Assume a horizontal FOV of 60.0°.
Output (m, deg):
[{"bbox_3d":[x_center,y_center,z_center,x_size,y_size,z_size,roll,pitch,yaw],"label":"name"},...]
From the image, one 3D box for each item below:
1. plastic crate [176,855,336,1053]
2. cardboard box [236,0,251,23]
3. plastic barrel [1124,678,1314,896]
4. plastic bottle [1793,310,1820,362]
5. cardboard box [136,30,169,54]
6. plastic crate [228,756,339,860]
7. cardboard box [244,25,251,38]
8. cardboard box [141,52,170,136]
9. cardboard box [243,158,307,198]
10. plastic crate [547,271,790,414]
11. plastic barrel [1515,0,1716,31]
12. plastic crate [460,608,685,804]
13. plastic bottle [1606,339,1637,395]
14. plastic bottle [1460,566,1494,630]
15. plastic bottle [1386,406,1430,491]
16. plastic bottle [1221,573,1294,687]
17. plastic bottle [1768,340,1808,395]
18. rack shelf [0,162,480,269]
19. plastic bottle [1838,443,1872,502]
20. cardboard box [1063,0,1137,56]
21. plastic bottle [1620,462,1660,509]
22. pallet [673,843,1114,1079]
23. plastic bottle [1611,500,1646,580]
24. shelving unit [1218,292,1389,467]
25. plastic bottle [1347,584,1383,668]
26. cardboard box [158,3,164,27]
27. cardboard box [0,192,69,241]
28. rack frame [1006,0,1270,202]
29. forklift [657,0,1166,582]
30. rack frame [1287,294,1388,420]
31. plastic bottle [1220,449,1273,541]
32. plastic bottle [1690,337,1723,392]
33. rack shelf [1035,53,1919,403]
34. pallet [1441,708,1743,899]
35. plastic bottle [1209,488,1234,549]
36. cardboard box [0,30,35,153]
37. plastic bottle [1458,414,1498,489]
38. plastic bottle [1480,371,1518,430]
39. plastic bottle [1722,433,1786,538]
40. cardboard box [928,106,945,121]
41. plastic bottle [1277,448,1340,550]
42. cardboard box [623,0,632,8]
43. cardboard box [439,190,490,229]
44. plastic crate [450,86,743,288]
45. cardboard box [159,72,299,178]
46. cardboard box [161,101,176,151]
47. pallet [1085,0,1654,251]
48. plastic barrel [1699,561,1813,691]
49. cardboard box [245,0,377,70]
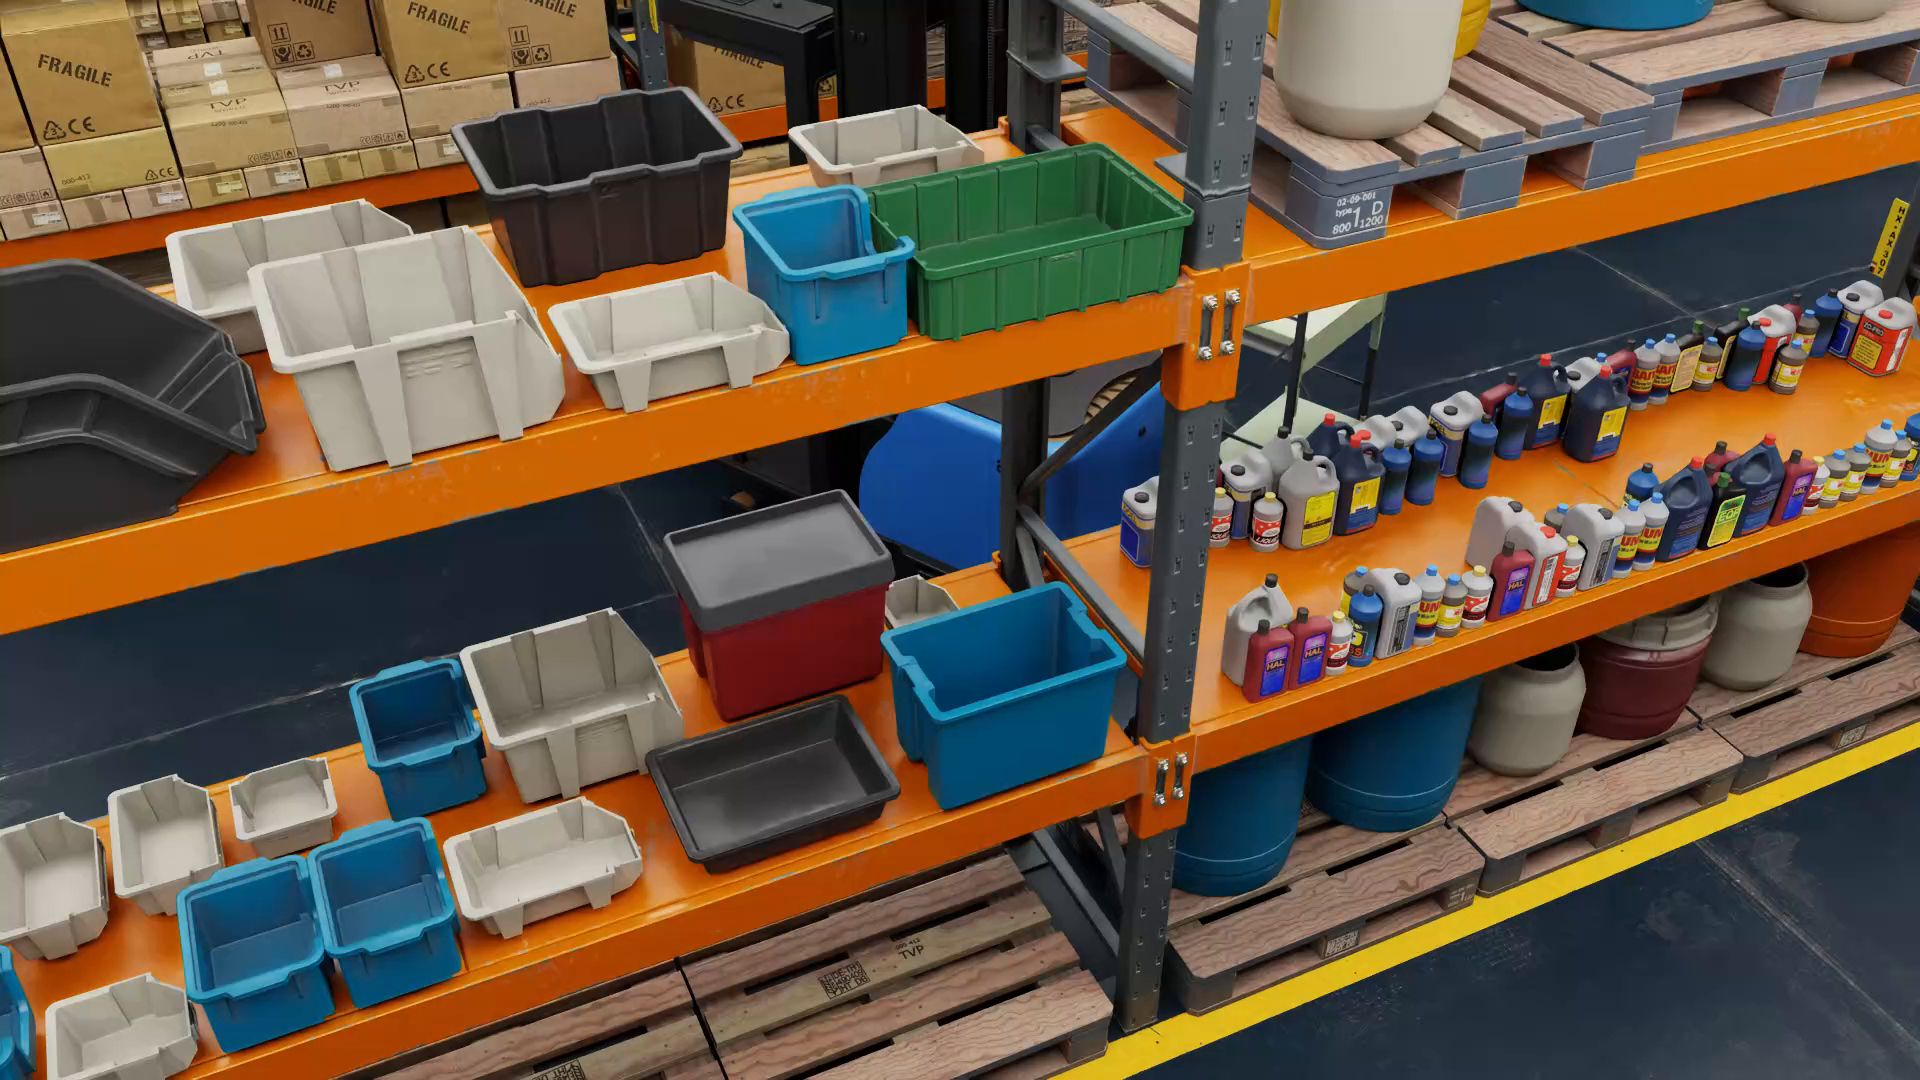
[{"bbox_3d":[-1.673,0.996,3.980,0.300,0.233,0.416,-16,39,-20],"label":"plastic crate"},{"bbox_3d":[-5.088,-3.876,11.999,0.250,0.149,0.380,-17,40,-22],"label":"cardboard box"},{"bbox_3d":[0.893,0.704,5.692,0.708,0.901,0.600,-16,39,-20],"label":"plastic barrel"},{"bbox_3d":[3.280,-0.800,6.478,0.097,0.201,0.097,0,37,0],"label":"plastic bottle"},{"bbox_3d":[-5.831,-3.611,11.892,0.250,0.149,0.380,-18,40,-22],"label":"cardboard box"},{"bbox_3d":[-1.796,0.714,4.440,0.250,0.136,0.298,-16,39,-20],"label":"plastic crate"},{"bbox_3d":[-5.139,-3.662,12.210,0.250,0.149,0.380,-15,39,-19],"label":"cardboard box"},{"bbox_3d":[-4.086,-2.082,7.916,0.500,0.250,0.500,-17,40,-21],"label":"cardboard box"},{"bbox_3d":[-3.242,-1.769,7.828,0.250,0.149,0.380,-15,39,-19],"label":"cardboard box"},{"bbox_3d":[-0.597,-0.414,3.493,0.466,0.136,0.293,-16,39,-20],"label":"plastic crate"},{"bbox_3d":[1.873,-1.931,4.544,0.708,0.901,0.600,-16,39,-20],"label":"plastic barrel"},{"bbox_3d":[-1.068,0.469,4.649,0.530,0.282,0.437,-16,39,-20],"label":"plastic crate"},{"bbox_3d":[2.420,-0.604,6.145,0.133,0.283,0.061,-16,39,-20],"label":"plastic bottle"},{"bbox_3d":[1.598,0.170,5.170,0.097,0.201,0.097,0,37,0],"label":"plastic bottle"},{"bbox_3d":[1.522,-0.320,5.768,0.135,0.276,0.152,-16,39,-20],"label":"plastic bottle"},{"bbox_3d":[0.886,0.253,4.932,0.185,0.351,0.144,-16,39,-20],"label":"plastic bottle"},{"bbox_3d":[3.136,-0.660,6.288,0.097,0.201,0.097,0,37,0],"label":"plastic bottle"},{"bbox_3d":[-3.522,-1.718,8.152,4.000,0.370,1.077,-16,39,-20],"label":"rack shelf"},{"bbox_3d":[3.067,-0.241,5.724,0.097,0.201,0.097,0,37,0],"label":"plastic bottle"},{"bbox_3d":[0.646,-3.051,9.261,0.500,0.500,0.500,-17,40,-21],"label":"cardboard box"},{"bbox_3d":[2.254,-0.137,5.524,0.097,0.271,0.097,0,37,0],"label":"plastic bottle"},{"bbox_3d":[-0.256,1.485,5.570,1.213,0.211,1.003,-16,39,-20],"label":"pallet"},{"bbox_3d":[2.139,-0.010,5.353,0.097,0.271,0.097,0,37,0],"label":"plastic bottle"},{"bbox_3d":[1.442,-0.583,7.278,0.431,1.500,0.755,26,44,31],"label":"shelving unit"},{"bbox_3d":[1.212,0.250,5.004,0.097,0.271,0.097,0,37,0],"label":"plastic bottle"},{"bbox_3d":[-5.819,-3.957,12.358,0.250,0.149,0.380,-14,39,-18],"label":"cardboard box"},{"bbox_3d":[-4.172,-1.509,7.477,0.250,0.149,0.380,-16,40,-21],"label":"cardboard box"},{"bbox_3d":[0.393,-2.251,3.232,0.127,3.000,1.000,-16,39,-20],"label":"rack frame"},{"bbox_3d":[-0.504,-1.397,7.173,3.031,2.935,1.130,24,43,28],"label":"forklift"},{"bbox_3d":[1.674,-0.752,7.505,0.400,1.500,0.023,26,44,31],"label":"rack frame"},{"bbox_3d":[0.943,-0.159,5.550,0.135,0.276,0.152,-16,39,-20],"label":"plastic bottle"},{"bbox_3d":[2.829,-0.674,6.307,0.097,0.201,0.097,0,37,0],"label":"plastic bottle"},{"bbox_3d":[2.204,-1.264,5.022,4.000,0.370,1.077,-16,39,-20],"label":"rack shelf"},{"bbox_3d":[2.215,0.794,6.502,1.213,0.211,1.003,-16,39,-20],"label":"pallet"},{"bbox_3d":[0.852,-0.081,5.508,0.097,0.201,0.097,0,37,0],"label":"plastic bottle"},{"bbox_3d":[-4.331,-1.963,7.126,0.500,0.500,0.500,-17,40,-21],"label":"cardboard box"},{"bbox_3d":[1.801,-0.315,5.764,0.097,0.271,0.097,0,37,0],"label":"plastic bottle"},{"bbox_3d":[1.922,-0.465,5.957,0.133,0.283,0.061,-16,39,-20],"label":"plastic bottle"},{"bbox_3d":[2.633,-0.195,5.536,0.185,0.351,0.144,-16,39,-20],"label":"plastic bottle"},{"bbox_3d":[-0.332,-2.228,9.666,0.875,0.875,1.225,-17,40,-21],"label":"cardboard box"},{"bbox_3d":[1.147,-0.153,5.480,0.185,0.351,0.144,-16,39,-20],"label":"plastic bottle"},{"bbox_3d":[-2.468,-4.557,13.121,0.500,0.500,0.500,-14,39,-18],"label":"cardboard box"},{"bbox_3d":[-2.343,-1.704,8.961,0.875,0.875,0.875,-16,39,-20],"label":"cardboard box"},{"bbox_3d":[-0.848,-0.828,3.940,0.590,0.269,0.497,-16,39,-20],"label":"plastic crate"},{"bbox_3d":[-3.389,-1.931,7.711,0.500,0.250,0.500,-16,40,-21],"label":"cardboard box"},{"bbox_3d":[-3.991,-1.992,8.129,0.250,0.149,0.380,-15,39,-20],"label":"cardboard box"},{"bbox_3d":[1.061,-1.222,4.520,1.003,0.211,1.213,-16,39,-20],"label":"pallet"},{"bbox_3d":[3.105,0.300,6.563,0.421,0.512,0.421,0,37,0],"label":"plastic barrel"},{"bbox_3d":[-3.172,-2.635,8.032,0.500,0.500,0.500,-17,40,-21],"label":"cardboard box"}]
